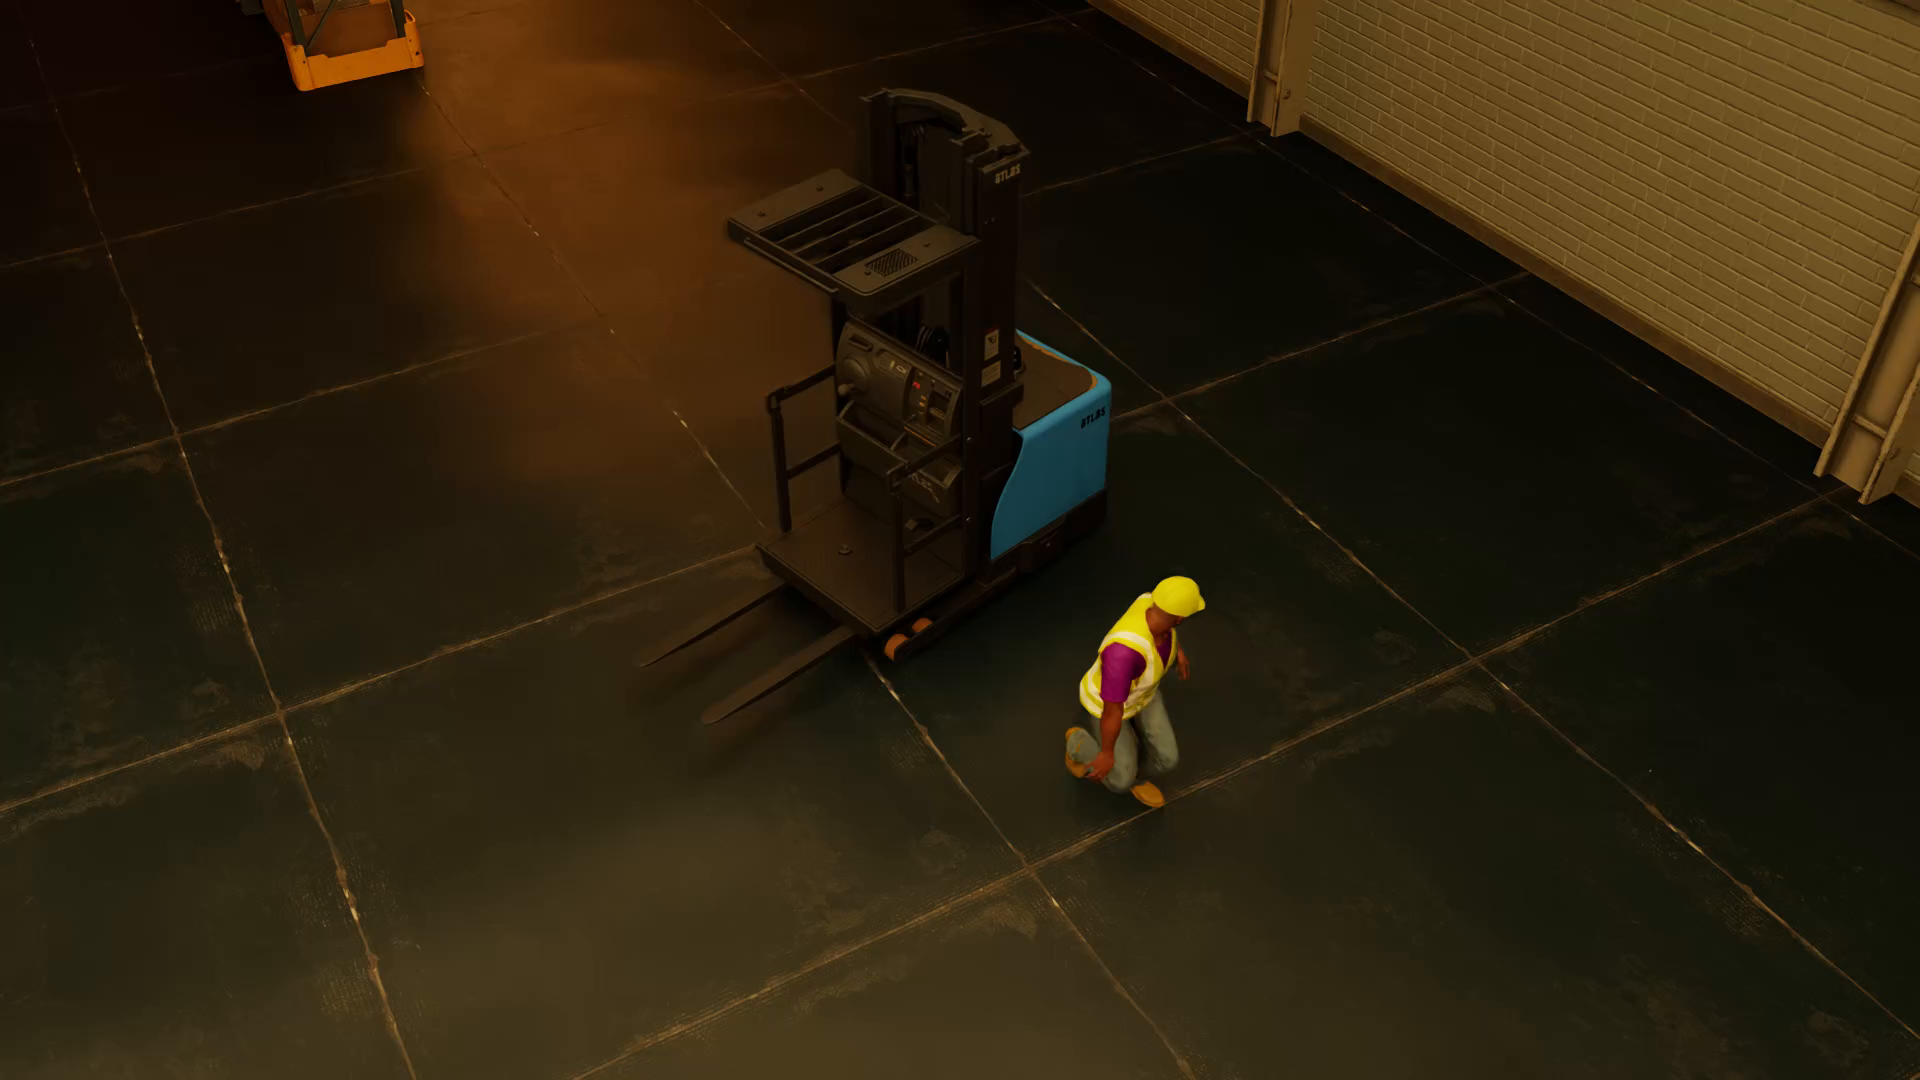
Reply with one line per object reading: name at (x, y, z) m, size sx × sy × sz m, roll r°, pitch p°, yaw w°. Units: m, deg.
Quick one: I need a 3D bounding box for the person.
person at (0.817, 0.735, 8.246) m, size 0.872 × 1.555 × 0.647 m, roll -31°, pitch 49°, yaw -32°

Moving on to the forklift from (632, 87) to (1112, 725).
forklift at (-0.494, -0.804, 9.005) m, size 3.031 × 2.935 × 1.130 m, roll -32°, pitch 49°, yaw -33°
